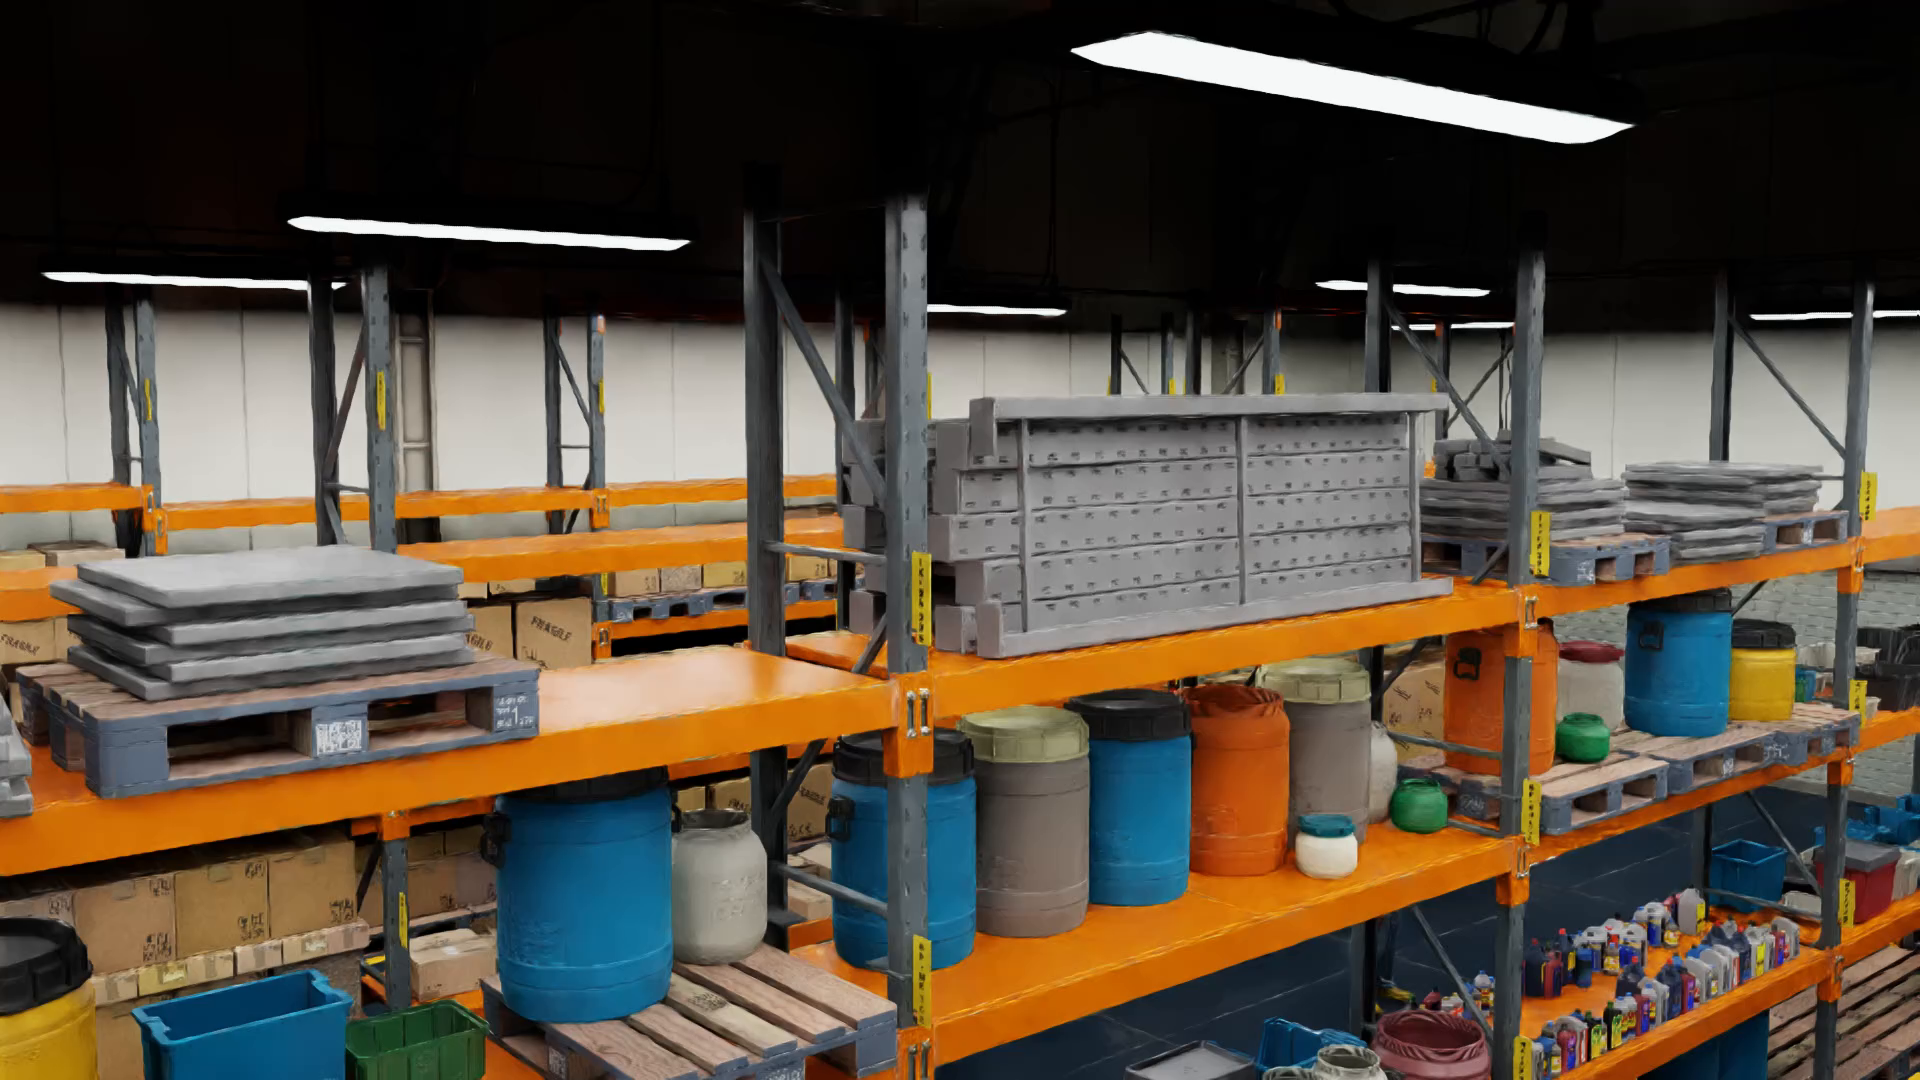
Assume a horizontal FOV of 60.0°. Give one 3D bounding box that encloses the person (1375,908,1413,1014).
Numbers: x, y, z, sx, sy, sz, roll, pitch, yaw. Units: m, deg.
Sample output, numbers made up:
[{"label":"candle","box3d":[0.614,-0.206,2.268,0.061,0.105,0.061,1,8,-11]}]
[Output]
[{"label":"person","box3d":[3.504,2.952,13.665,0.400,1.768,0.674,3,6,30]}]
